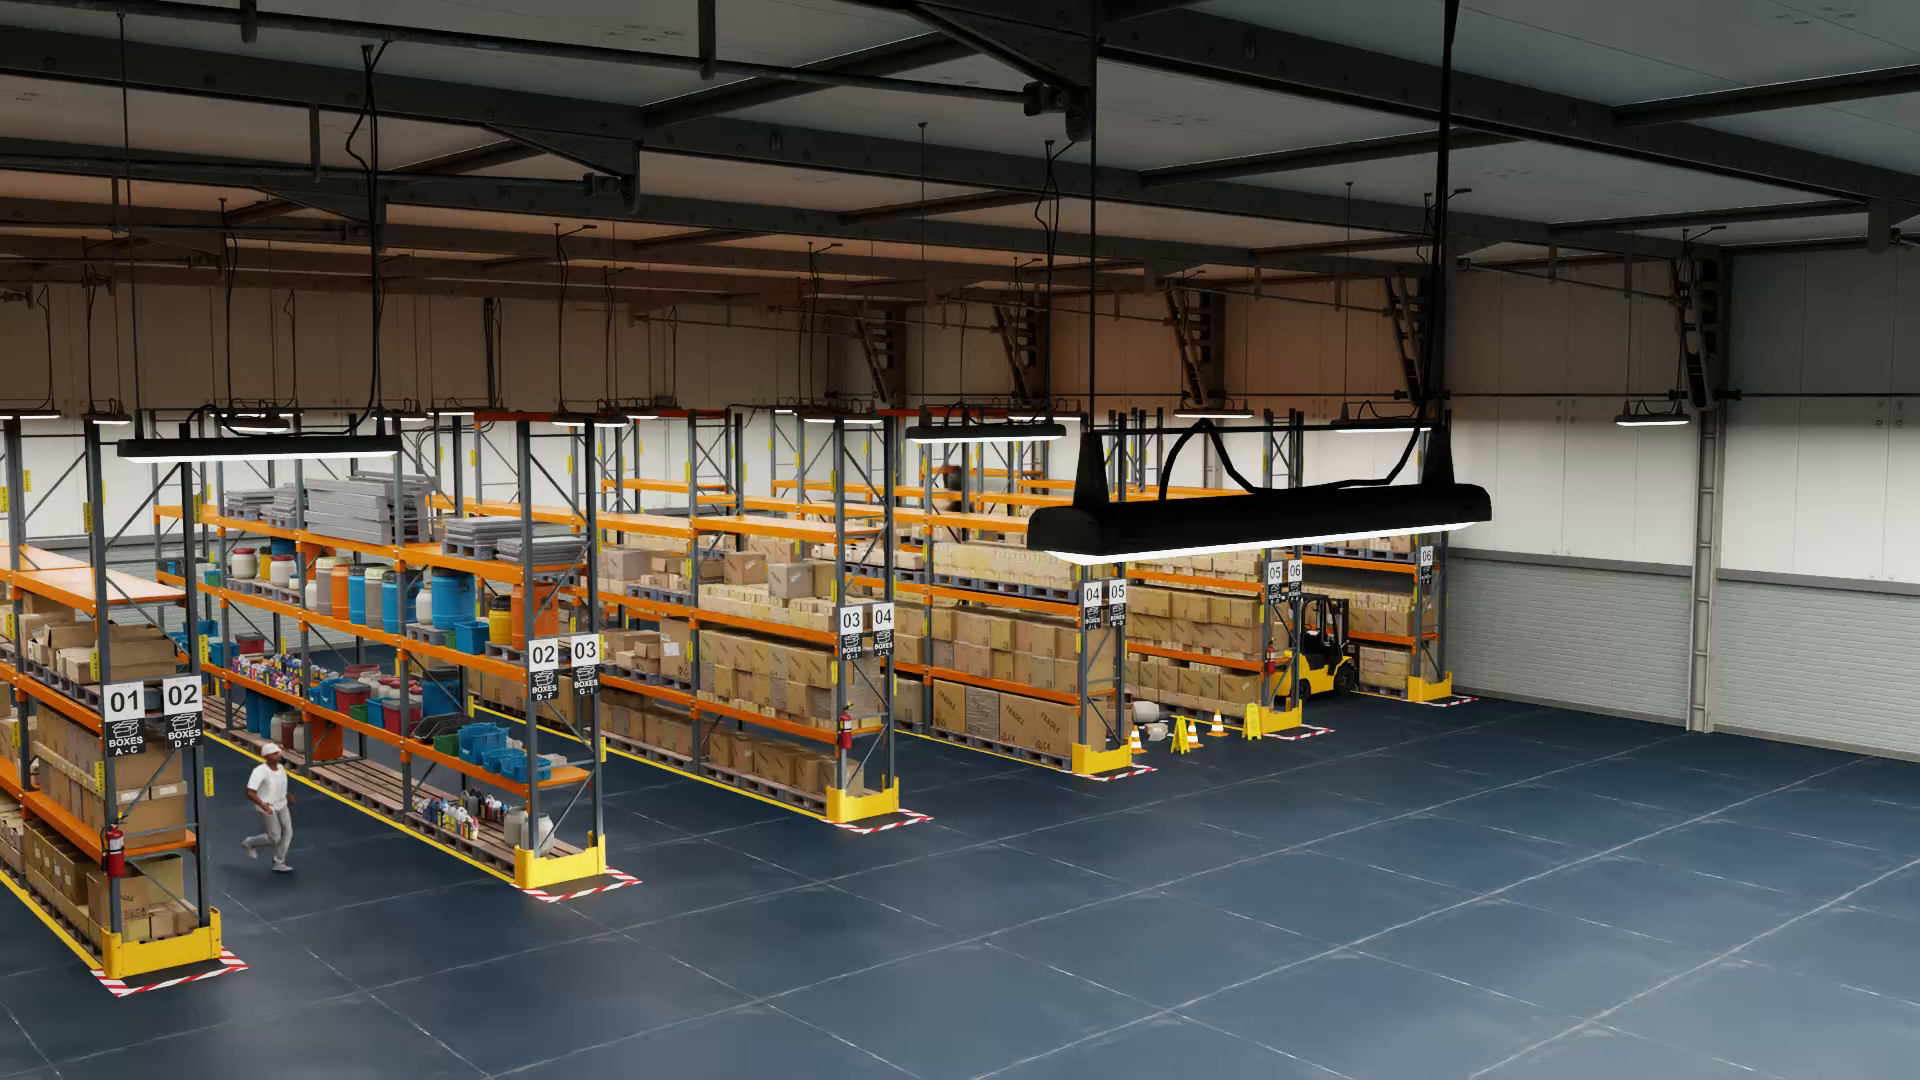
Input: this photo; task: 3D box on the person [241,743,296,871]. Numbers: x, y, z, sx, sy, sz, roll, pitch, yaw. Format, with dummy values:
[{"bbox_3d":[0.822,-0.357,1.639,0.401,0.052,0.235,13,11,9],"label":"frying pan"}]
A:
[{"bbox_3d":[-9.180,3.544,22.068,0.721,1.724,0.706,2,5,17],"label":"person"}]
